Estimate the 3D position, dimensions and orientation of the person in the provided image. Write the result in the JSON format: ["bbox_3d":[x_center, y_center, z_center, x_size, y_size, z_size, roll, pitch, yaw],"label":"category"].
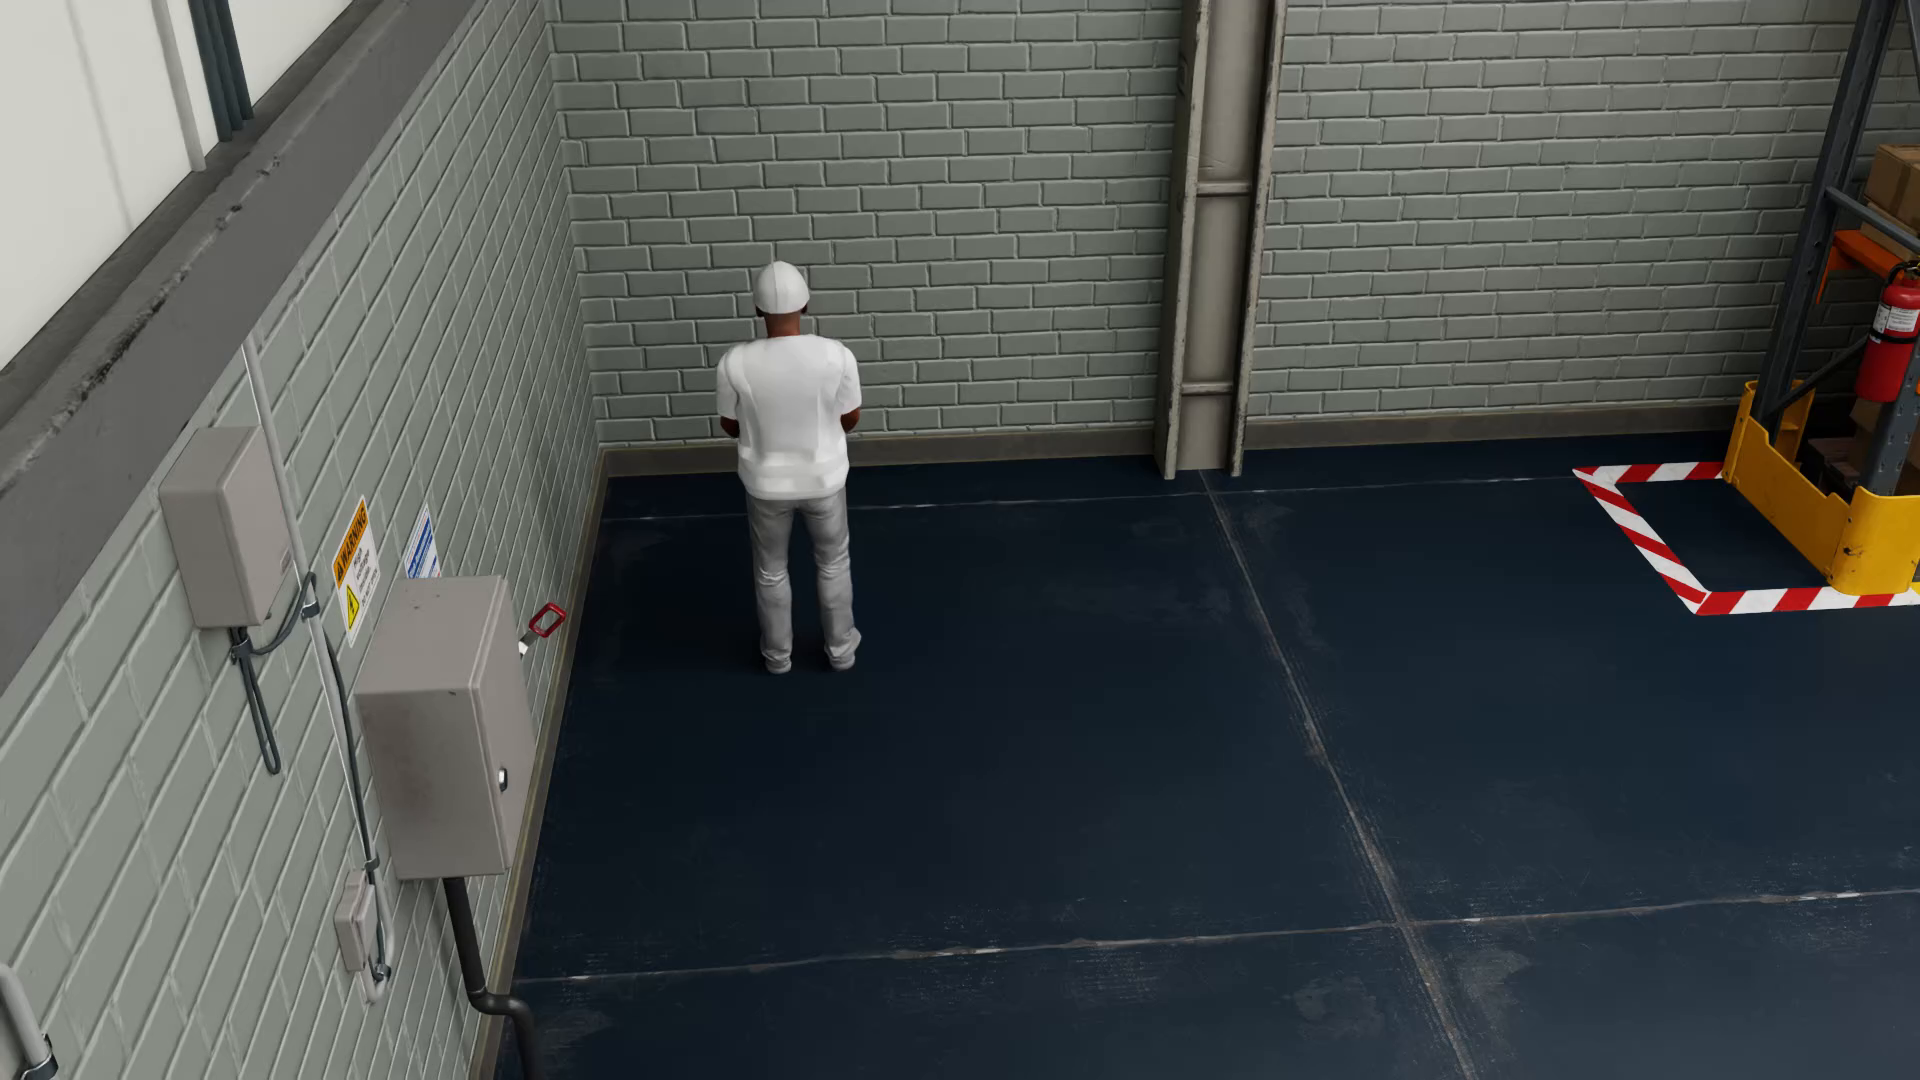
[{"bbox_3d":[-0.661,-0.291,6.593,0.553,1.769,0.532,-3,31,-5],"label":"person"}]
